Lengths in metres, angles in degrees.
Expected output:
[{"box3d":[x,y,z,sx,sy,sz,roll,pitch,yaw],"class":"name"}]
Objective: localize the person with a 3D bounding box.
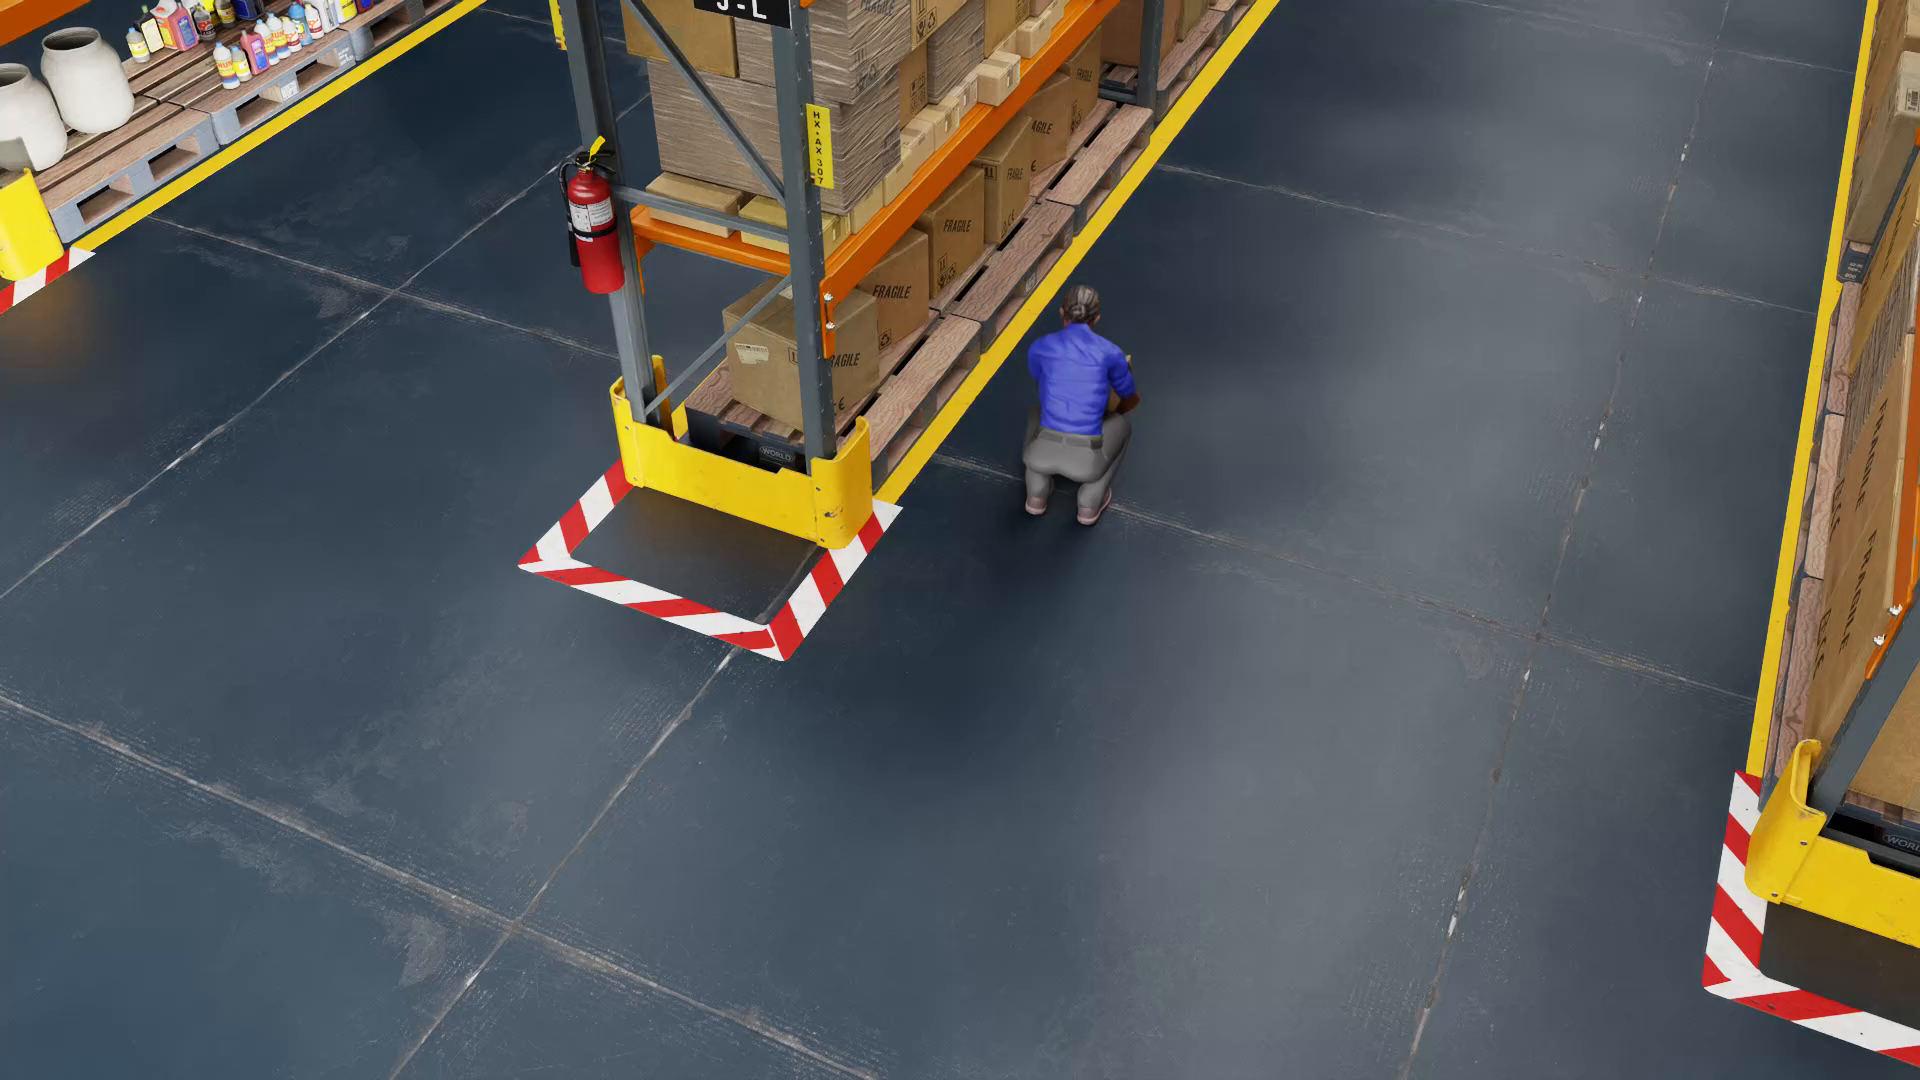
[{"box3d":[0.521,-0.607,7.394,0.518,0.917,0.821,12,44,12],"class":"person"}]
